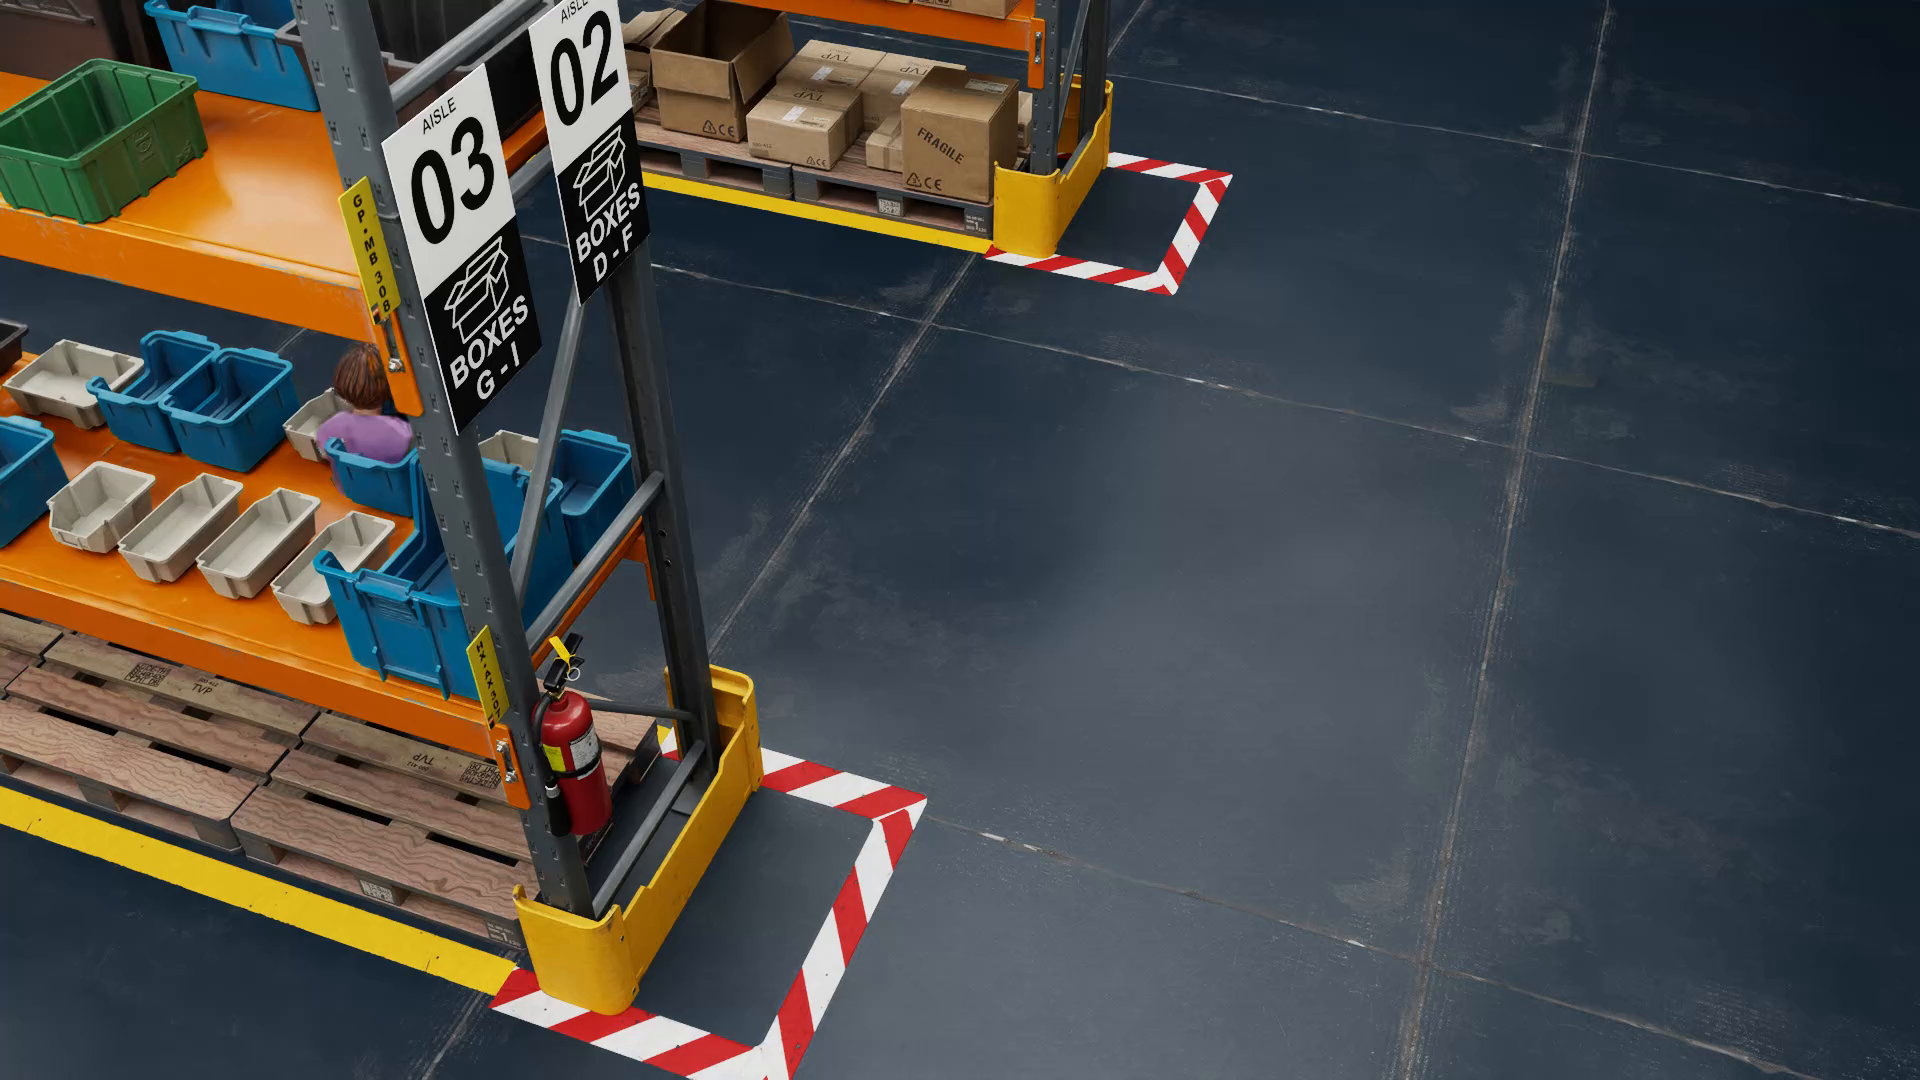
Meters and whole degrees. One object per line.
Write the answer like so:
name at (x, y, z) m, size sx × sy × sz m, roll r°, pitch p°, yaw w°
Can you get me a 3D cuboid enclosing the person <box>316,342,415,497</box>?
person at (-1.975, 0.027, 5.877) m, size 0.372 × 1.537 × 0.524 m, roll 9°, pitch 43°, yaw 10°
